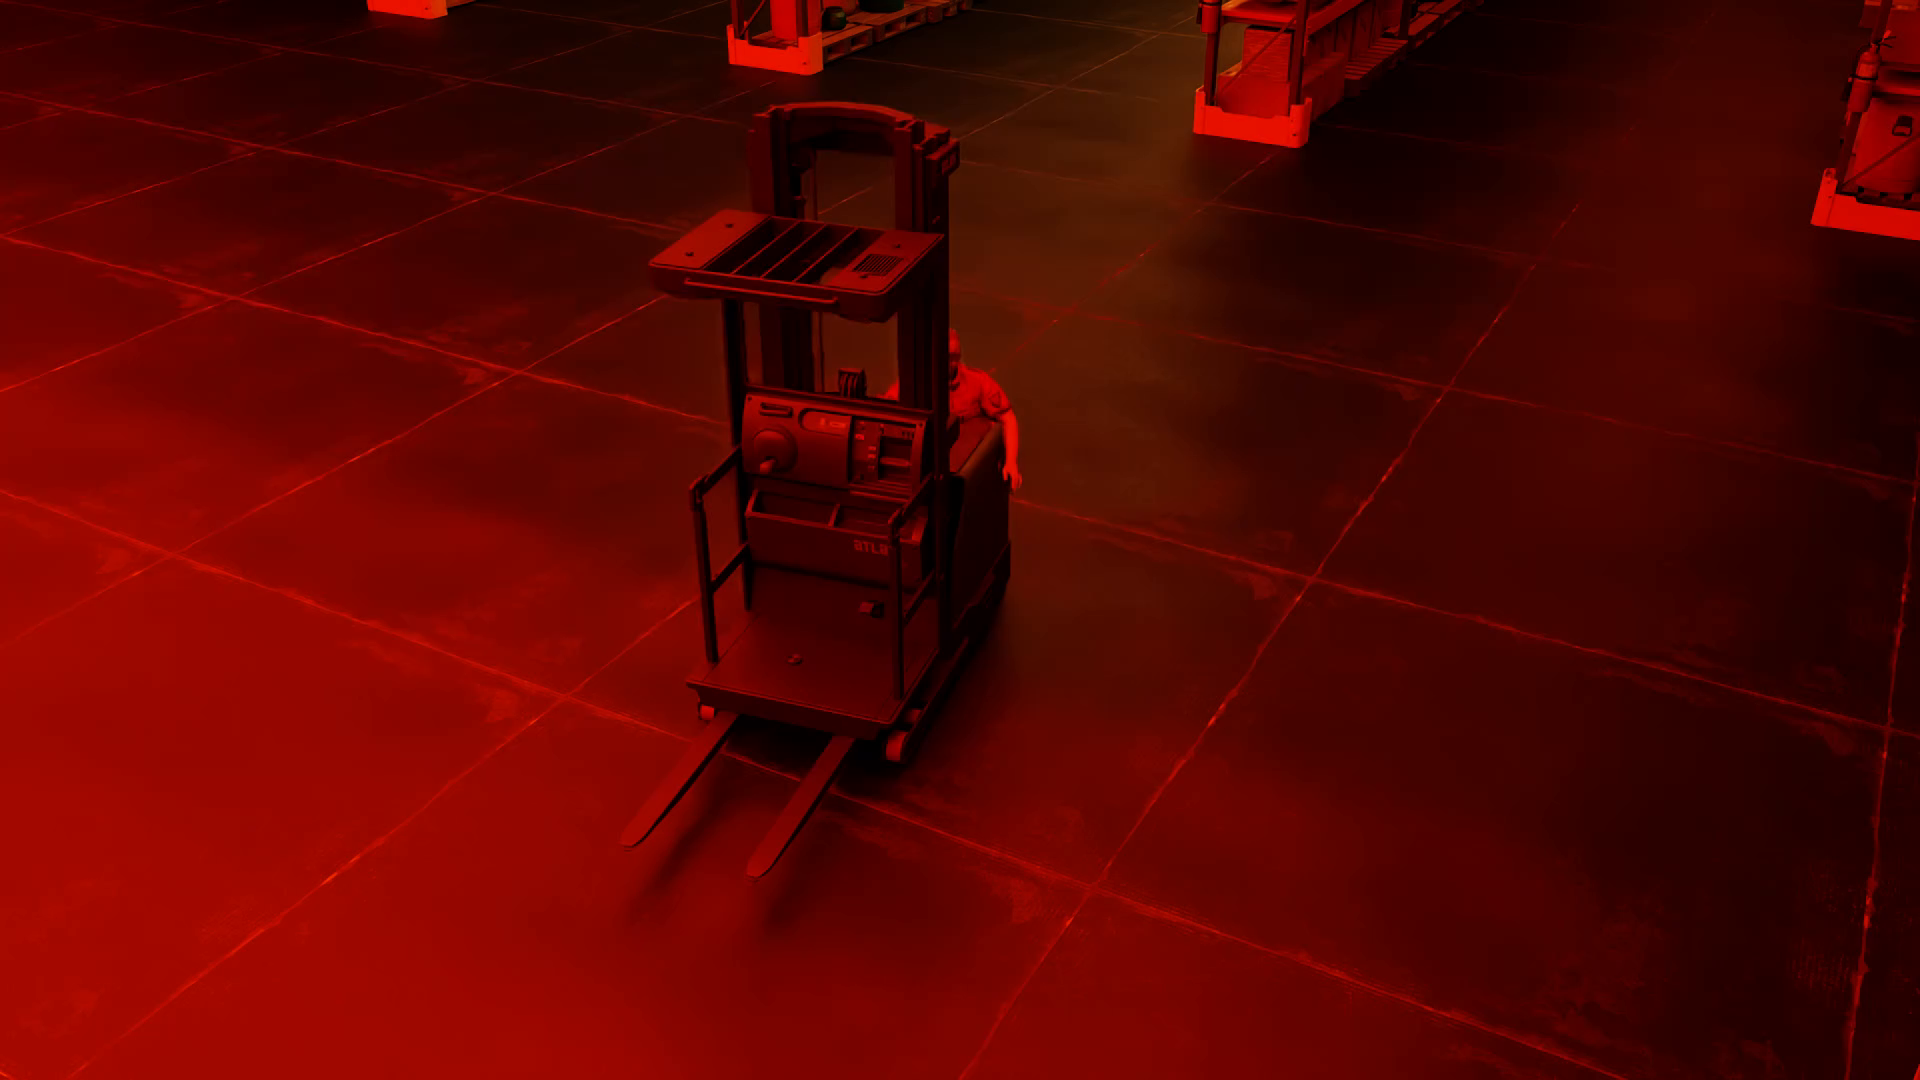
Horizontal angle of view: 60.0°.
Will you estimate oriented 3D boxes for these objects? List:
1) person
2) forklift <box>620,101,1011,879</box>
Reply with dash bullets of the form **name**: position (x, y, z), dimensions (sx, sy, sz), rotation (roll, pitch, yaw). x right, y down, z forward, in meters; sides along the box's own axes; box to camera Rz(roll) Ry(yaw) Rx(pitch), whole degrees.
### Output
- **person**: position (-0.110, -0.310, 9.013), dimensions (0.859, 1.637, 0.650), rotation (-3, 30, -6)
- **forklift**: position (-0.676, -0.409, 7.780), dimensions (1.130, 2.935, 3.031), rotation (10, 31, 16)
